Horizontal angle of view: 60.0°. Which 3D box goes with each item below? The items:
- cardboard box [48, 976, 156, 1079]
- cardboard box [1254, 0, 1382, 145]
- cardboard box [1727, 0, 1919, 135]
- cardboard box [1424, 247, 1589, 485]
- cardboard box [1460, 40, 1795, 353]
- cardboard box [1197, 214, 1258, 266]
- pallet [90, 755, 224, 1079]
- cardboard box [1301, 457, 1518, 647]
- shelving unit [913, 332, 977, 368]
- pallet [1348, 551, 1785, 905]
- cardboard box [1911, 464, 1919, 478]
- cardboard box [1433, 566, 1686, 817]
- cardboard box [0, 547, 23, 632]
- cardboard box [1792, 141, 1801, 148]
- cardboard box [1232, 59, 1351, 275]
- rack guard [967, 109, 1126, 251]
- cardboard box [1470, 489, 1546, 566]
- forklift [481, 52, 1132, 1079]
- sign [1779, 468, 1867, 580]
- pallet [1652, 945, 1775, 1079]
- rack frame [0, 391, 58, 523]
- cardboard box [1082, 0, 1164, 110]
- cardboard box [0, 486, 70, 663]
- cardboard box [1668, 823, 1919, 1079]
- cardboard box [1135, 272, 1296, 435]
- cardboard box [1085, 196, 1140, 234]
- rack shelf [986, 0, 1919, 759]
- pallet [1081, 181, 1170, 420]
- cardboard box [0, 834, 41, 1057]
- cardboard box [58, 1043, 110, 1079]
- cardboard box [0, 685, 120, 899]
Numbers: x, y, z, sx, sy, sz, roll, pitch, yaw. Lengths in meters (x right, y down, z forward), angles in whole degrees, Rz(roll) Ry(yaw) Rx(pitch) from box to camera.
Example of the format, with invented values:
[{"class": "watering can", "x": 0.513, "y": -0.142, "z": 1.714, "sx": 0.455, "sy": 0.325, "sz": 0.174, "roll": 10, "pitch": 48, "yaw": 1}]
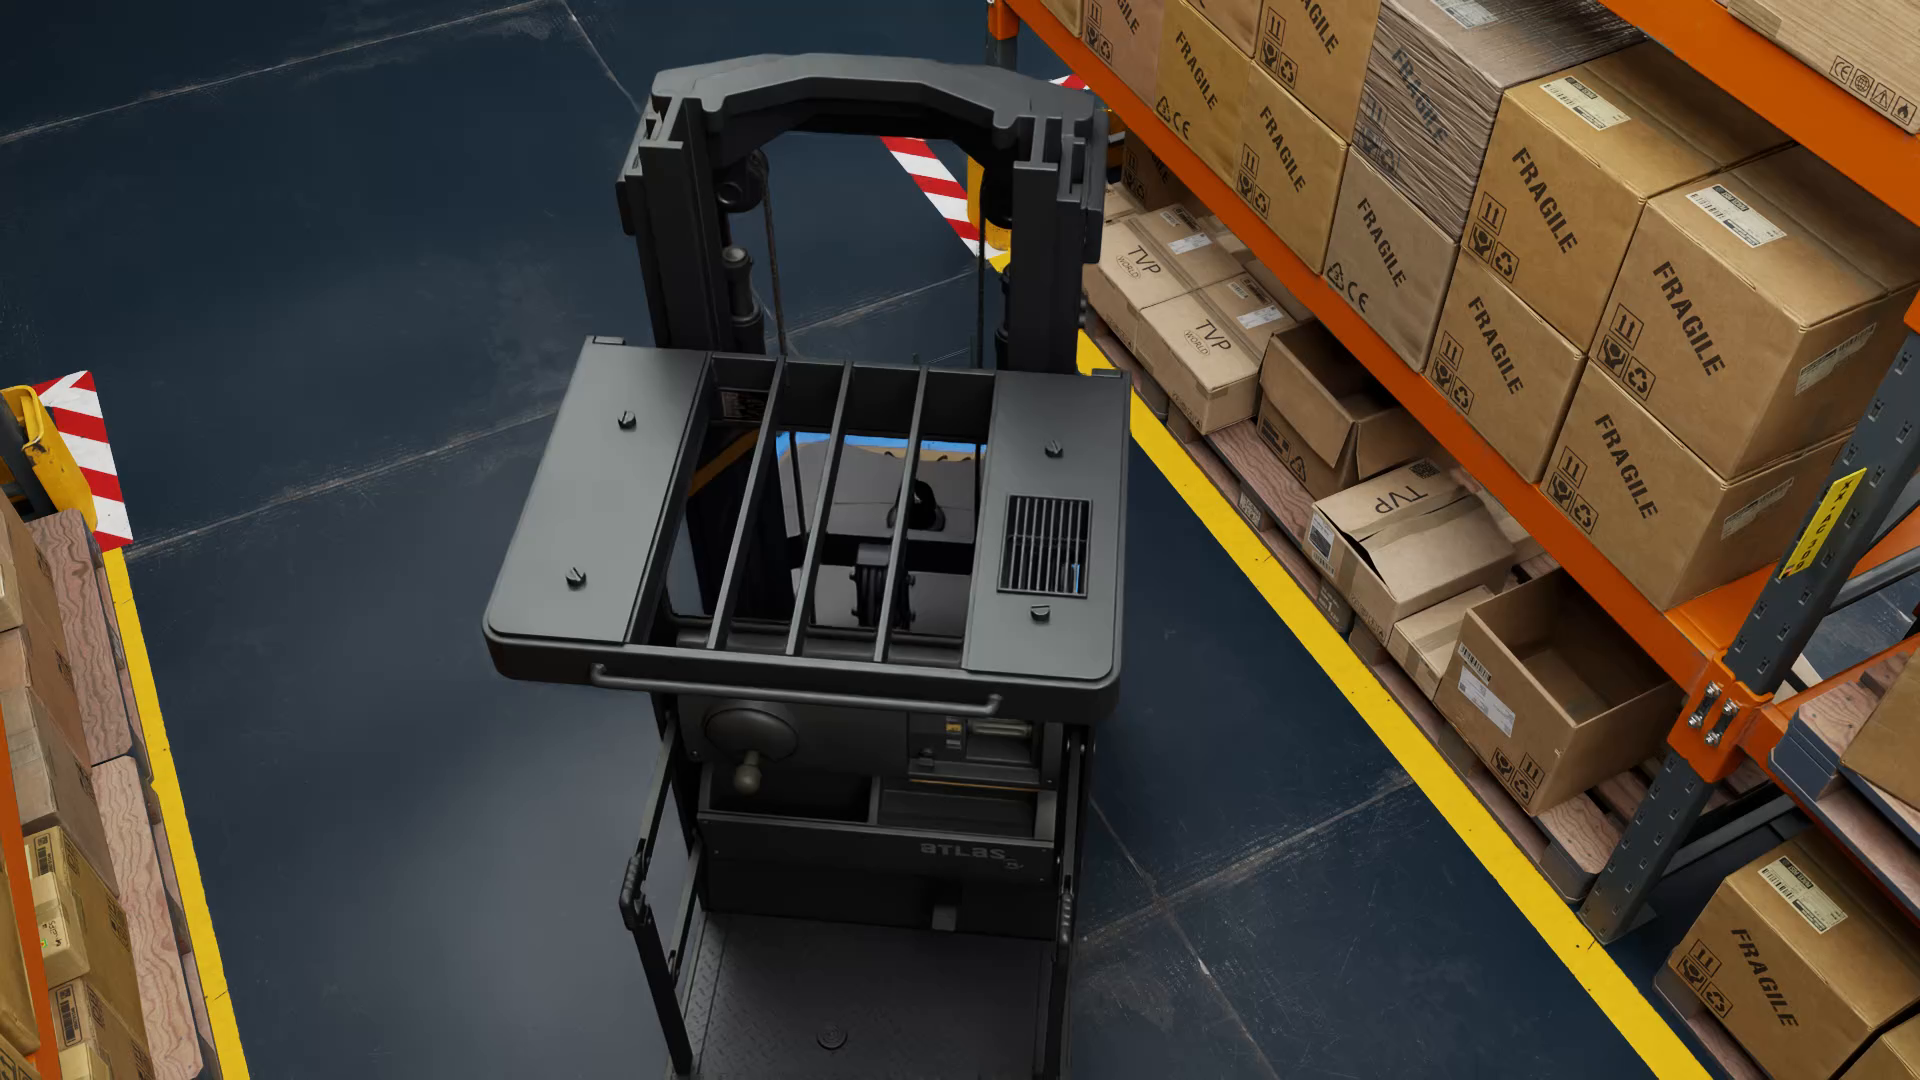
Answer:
[{"class": "cardboard box", "x": -2.477, "y": 1.580, "z": 4.257, "sx": 0.700, "sy": 0.500, "sz": 0.500, "roll": -22, "pitch": 52, "yaw": -18}, {"class": "cardboard box", "x": 1.246, "y": -1.568, "z": 4.898, "sx": 0.500, "sy": 0.500, "sz": 0.500, "roll": -22, "pitch": 52, "yaw": -18}, {"class": "cardboard box", "x": 1.945, "y": -1.112, "z": 3.337, "sx": 0.500, "sy": 0.250, "sz": 0.500, "roll": -21, "pitch": 52, "yaw": -18}, {"class": "cardboard box", "x": 1.710, "y": -0.564, "z": 4.684, "sx": 0.500, "sy": 0.500, "sz": 0.500, "roll": -20, "pitch": 52, "yaw": -17}, {"class": "cardboard box", "x": 1.705, "y": -0.894, "z": 4.308, "sx": 0.500, "sy": 0.500, "sz": 0.500, "roll": -22, "pitch": 52, "yaw": -18}, {"class": "cardboard box", "x": 1.146, "y": -1.248, "z": 6.939, "sx": 0.380, "sy": 0.166, "sz": 0.250, "roll": -21, "pitch": 52, "yaw": -18}, {"class": "pallet", "x": -2.840, "y": 1.333, "z": 4.944, "sx": 1.003, "sy": 0.211, "sz": 1.213, "roll": -21, "pitch": 52, "yaw": -18}, {"class": "cardboard box", "x": 1.547, "y": 0.015, "z": 5.738, "sx": 0.500, "sy": 0.311, "sz": 0.500, "roll": -21, "pitch": 52, "yaw": -18}, {"class": "shelving unit", "x": -0.004, "y": -0.302, "z": 5.916, "sx": 0.258, "sy": 0.900, "sz": 0.210, "roll": -21, "pitch": 52, "yaw": -18}, {"class": "pallet", "x": 2.090, "y": 0.518, "z": 5.657, "sx": 1.003, "sy": 0.211, "sz": 1.213, "roll": -21, "pitch": 52, "yaw": -18}, {"class": "cardboard box", "x": 2.413, "y": -0.408, "z": 4.548, "sx": 0.500, "sy": 0.500, "sz": 0.500, "roll": -20, "pitch": 52, "yaw": -17}, {"class": "cardboard box", "x": 1.891, "y": 0.454, "z": 5.228, "sx": 0.500, "sy": 0.500, "sz": 0.500, "roll": -21, "pitch": 52, "yaw": -18}, {"class": "cardboard box", "x": -3.082, "y": 0.191, "z": 5.041, "sx": 0.380, "sy": 0.149, "sz": 0.250, "roll": -20, "pitch": 52, "yaw": -17}, {"class": "cardboard box", "x": 2.202, "y": -1.060, "z": 4.453, "sx": 0.500, "sy": 0.500, "sz": 0.500, "roll": -23, "pitch": 53, "yaw": -19}, {"class": "cardboard box", "x": 1.237, "y": -1.247, "z": 5.281, "sx": 0.500, "sy": 0.500, "sz": 0.500, "roll": -21, "pitch": 52, "yaw": -17}, {"class": "rack guard", "x": 0.608, "y": -1.744, "z": 7.443, "sx": 1.175, "sy": 0.500, "sz": 0.348, "roll": -21, "pitch": 52, "yaw": -18}, {"class": "cardboard box", "x": 1.999, "y": -0.083, "z": 5.920, "sx": 0.380, "sy": 0.166, "sz": 0.250, "roll": -21, "pitch": 52, "yaw": -18}, {"class": "forklift", "x": -0.233, "y": 0.537, "z": 3.833, "sx": 1.130, "sy": 2.935, "sz": 3.031, "roll": 4, "pitch": 49, "yaw": 4}, {"class": "sign", "x": 1.925, "y": -0.033, "z": 3.711, "sx": 0.100, "sy": 0.325, "sz": 0.005, "roll": -21, "pitch": 52, "yaw": -18}, {"class": "pallet", "x": 2.809, "y": 1.509, "z": 4.790, "sx": 1.003, "sy": 0.211, "sz": 1.213, "roll": -21, "pitch": 52, "yaw": -18}, {"class": "rack frame", "x": -3.830, "y": -0.909, "z": 5.052, "sx": 1.000, "sy": 3.000, "sz": 0.127, "roll": -21, "pitch": 52, "yaw": -18}, {"class": "cardboard box", "x": 0.783, "y": -1.919, "z": 5.869, "sx": 0.500, "sy": 0.500, "sz": 0.500, "roll": -22, "pitch": 52, "yaw": -18}, {"class": "cardboard box", "x": -3.420, "y": 0.210, "z": 5.455, "sx": 0.700, "sy": 0.500, "sz": 0.500, "roll": -21, "pitch": 52, "yaw": -18}, {"class": "cardboard box", "x": 2.408, "y": 1.146, "z": 4.624, "sx": 0.500, "sy": 0.500, "sz": 0.500, "roll": -23, "pitch": 53, "yaw": -19}, {"class": "cardboard box", "x": 1.027, "y": -0.726, "z": 6.427, "sx": 0.500, "sy": 0.250, "sz": 0.500, "roll": -21, "pitch": 52, "yaw": -18}, {"class": "cardboard box", "x": 0.574, "y": -1.263, "z": 6.952, "sx": 0.380, "sy": 0.166, "sz": 0.250, "roll": -21, "pitch": 52, "yaw": -18}, {"class": "rack shelf", "x": 1.488, "y": -1.042, "z": 5.646, "sx": 1.077, "sy": 0.370, "sz": 4.000, "roll": -21, "pitch": 52, "yaw": -18}, {"class": "pallet", "x": 0.974, "y": -1.115, "z": 7.085, "sx": 1.003, "sy": 0.211, "sz": 1.213, "roll": -21, "pitch": 52, "yaw": -18}, {"class": "cardboard box", "x": -2.562, "y": 0.811, "z": 3.349, "sx": 0.980, "sy": 0.700, "sz": 0.700, "roll": -22, "pitch": 53, "yaw": -18}, {"class": "cardboard box", "x": -2.245, "y": 1.412, "z": 3.973, "sx": 0.380, "sy": 0.149, "sz": 0.250, "roll": -20, "pitch": 52, "yaw": -16}, {"class": "cardboard box", "x": -2.961, "y": 0.881, "z": 4.868, "sx": 0.700, "sy": 0.500, "sz": 0.500, "roll": -23, "pitch": 53, "yaw": -19}]
